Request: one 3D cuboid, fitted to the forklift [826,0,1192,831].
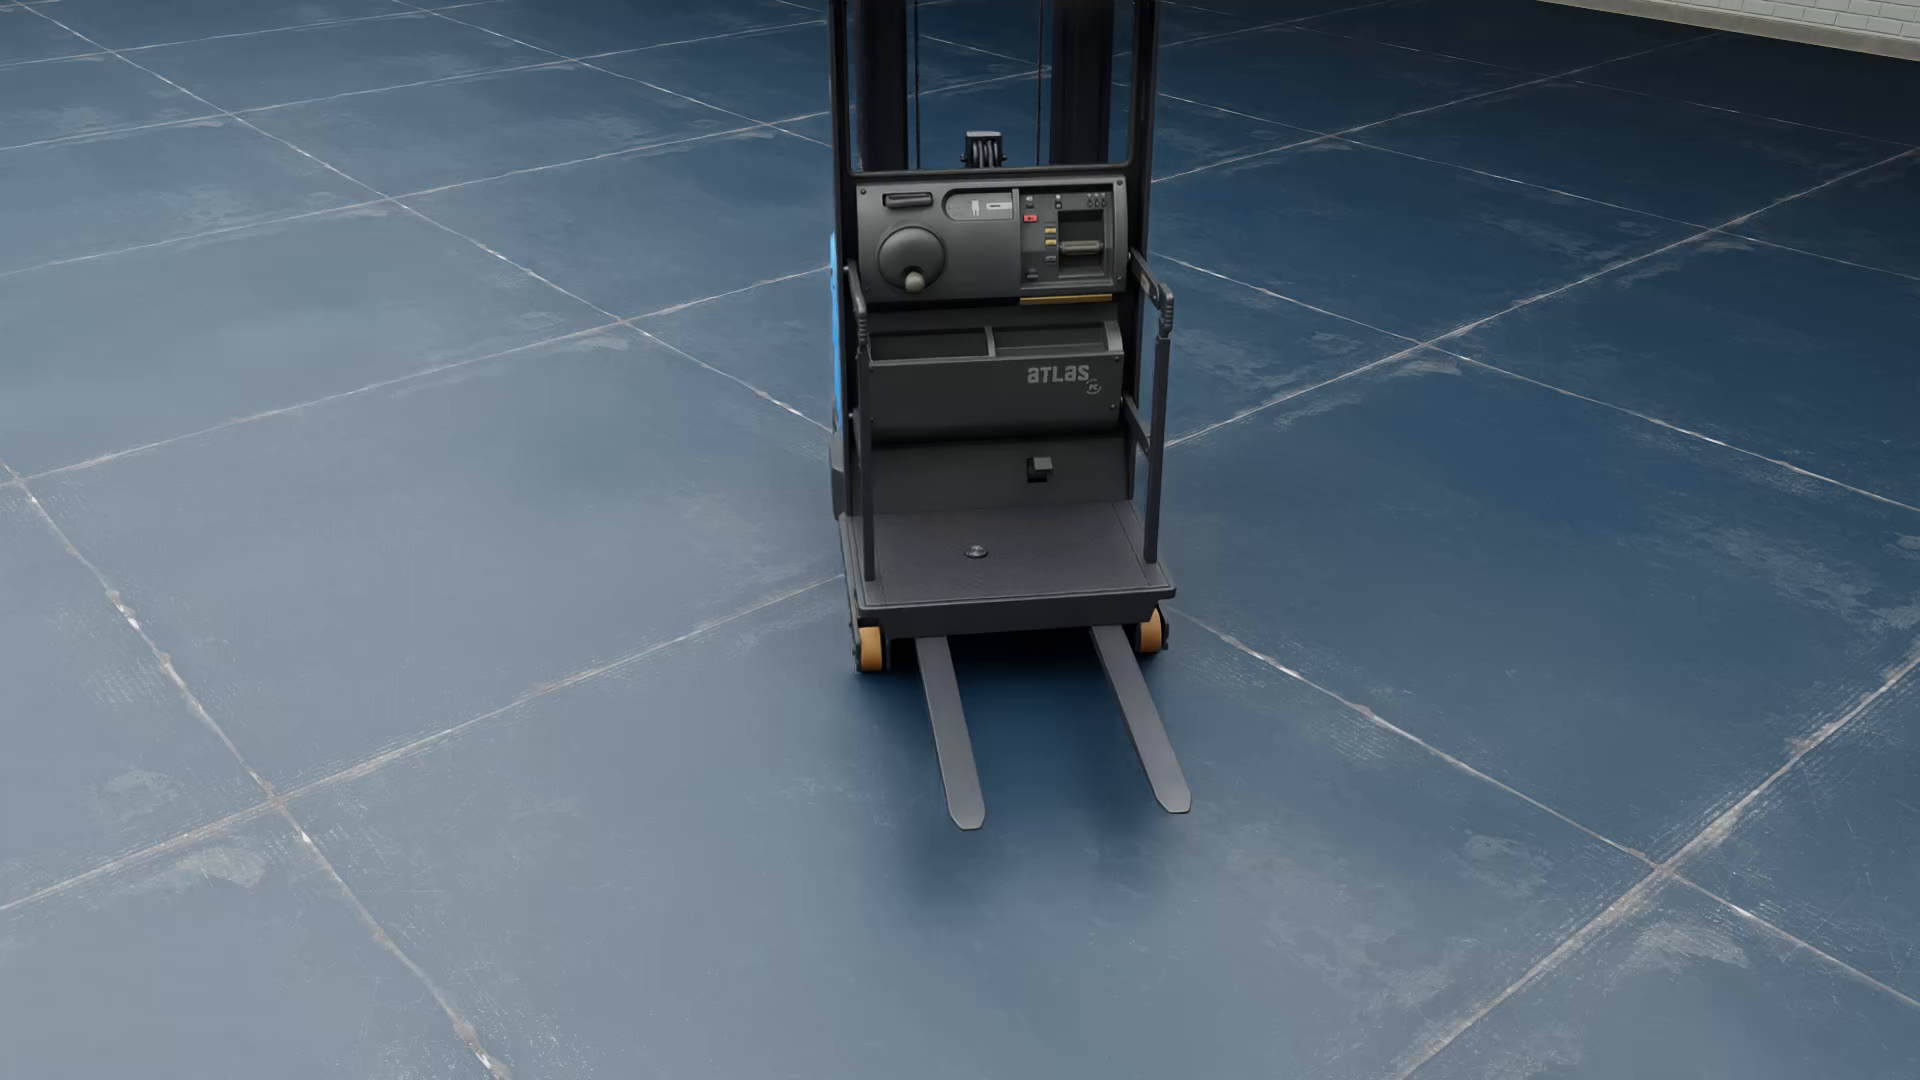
[{"bbox_3d":[0.143,-0.999,5.510,1.130,2.935,3.031,-3,28,-6],"label":"forklift"}]
